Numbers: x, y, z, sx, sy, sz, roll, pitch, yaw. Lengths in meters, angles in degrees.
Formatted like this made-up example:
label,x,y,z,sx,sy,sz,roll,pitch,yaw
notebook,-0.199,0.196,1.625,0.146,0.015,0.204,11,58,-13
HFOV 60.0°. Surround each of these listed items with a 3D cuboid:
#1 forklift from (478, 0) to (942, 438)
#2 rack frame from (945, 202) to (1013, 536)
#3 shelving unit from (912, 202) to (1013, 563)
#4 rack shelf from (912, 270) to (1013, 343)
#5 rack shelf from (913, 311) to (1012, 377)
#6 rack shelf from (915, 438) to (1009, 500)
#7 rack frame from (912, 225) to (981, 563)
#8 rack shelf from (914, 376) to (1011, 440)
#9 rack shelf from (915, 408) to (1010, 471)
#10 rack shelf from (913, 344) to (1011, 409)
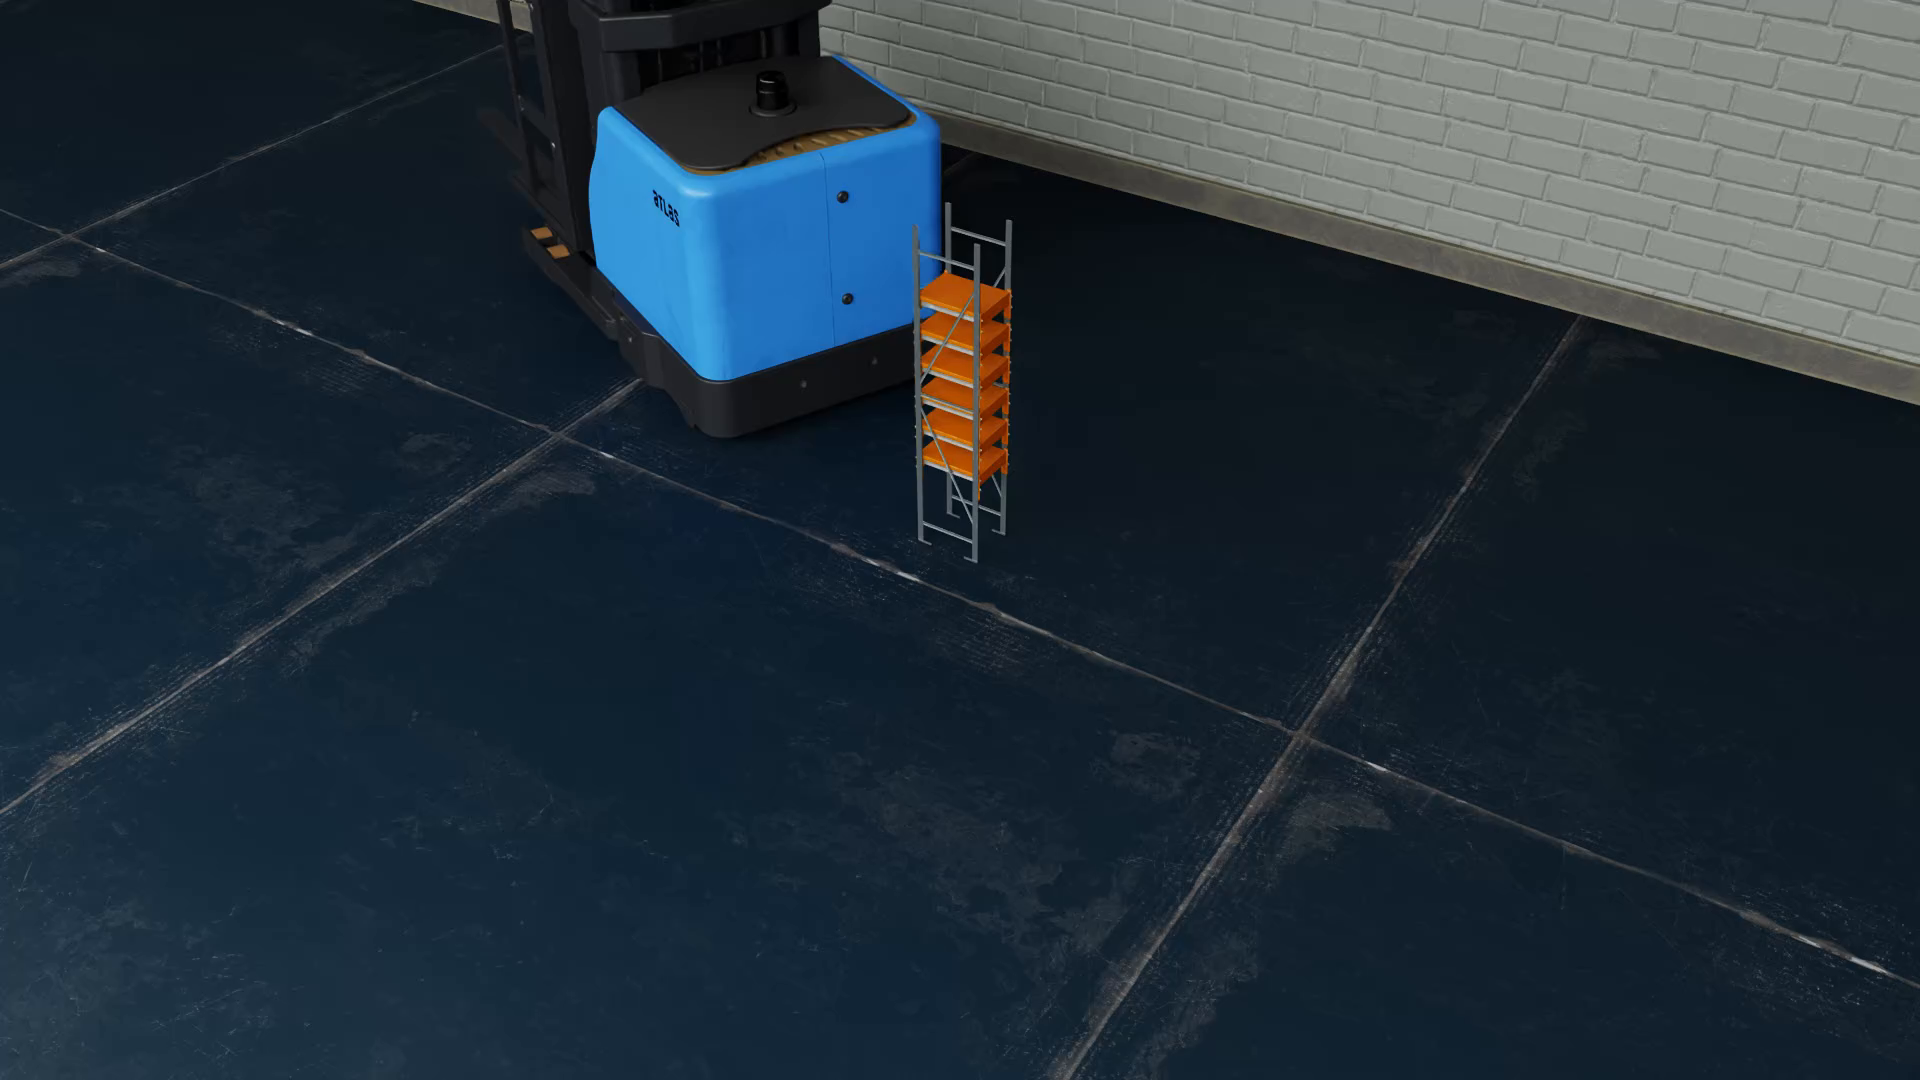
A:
label,x,y,z,sx,sy,sz,roll,pitch,yaw
forklift,-1.261,-2.405,6.470,1.130,2.935,3.031,-21,42,-25
rack frame,0.057,-0.530,5.455,0.240,1.200,0.006,21,42,25
shelving unit,0.008,-0.483,5.393,0.258,1.200,0.189,21,42,25
rack shelf,0.008,-0.733,5.201,0.258,0.103,0.180,21,42,25
rack shelf,0.008,-0.638,5.274,0.258,0.103,0.180,21,42,25
rack shelf,0.008,-0.257,5.567,0.258,0.103,0.180,21,42,25
rack frame,-0.041,-0.435,5.332,0.240,1.200,0.006,21,42,25
rack shelf,0.008,-0.447,5.420,0.258,0.103,0.180,21,42,25
rack shelf,0.008,-0.352,5.494,0.258,0.103,0.180,21,42,25
rack shelf,0.008,-0.542,5.347,0.258,0.103,0.180,21,42,25
